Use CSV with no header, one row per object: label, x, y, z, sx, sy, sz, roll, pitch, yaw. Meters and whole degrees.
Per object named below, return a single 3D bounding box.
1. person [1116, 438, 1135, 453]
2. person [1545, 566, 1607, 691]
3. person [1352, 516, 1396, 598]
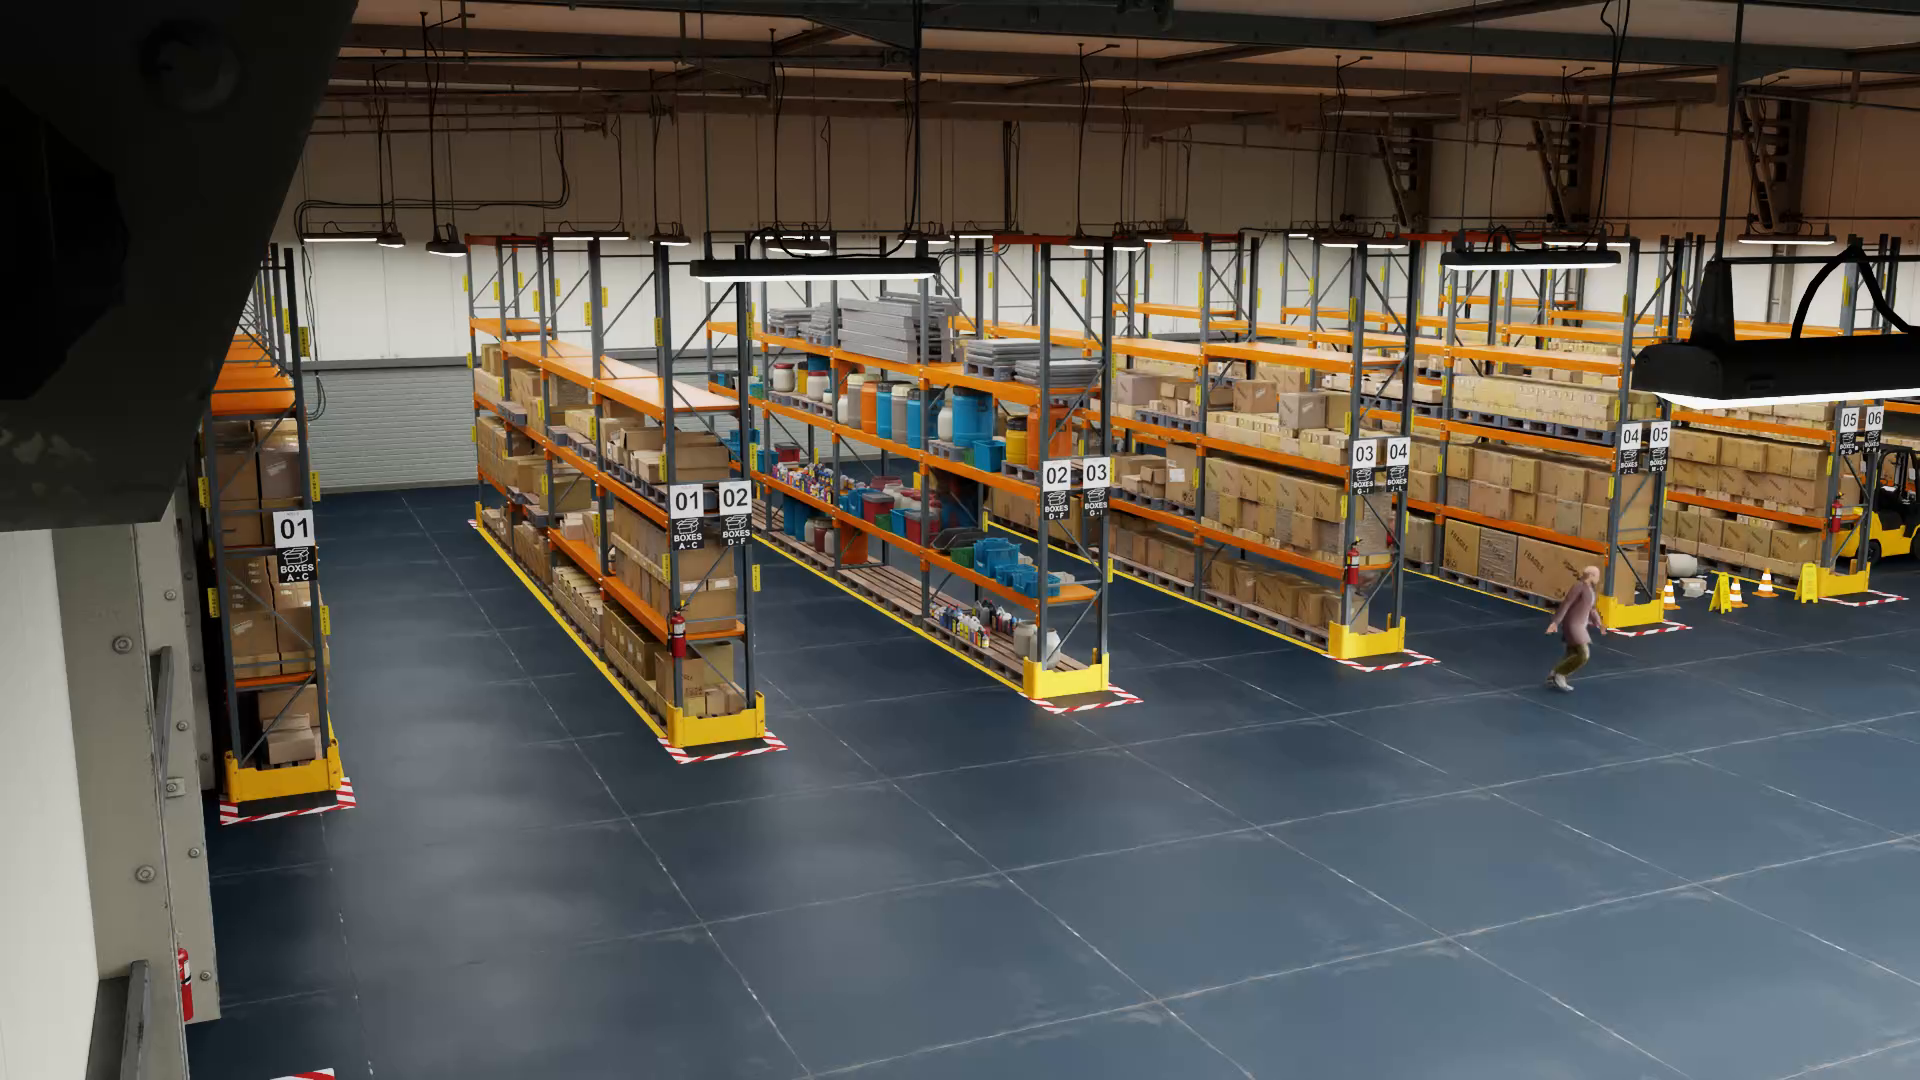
person,4.247,-2.567,42.028,0.775,1.699,0.528,-10,15,-42
person,8.325,1.189,22.451,0.702,1.734,0.690,7,13,32
person,6.958,0.293,27.709,0.681,1.462,0.999,-5,12,-26
